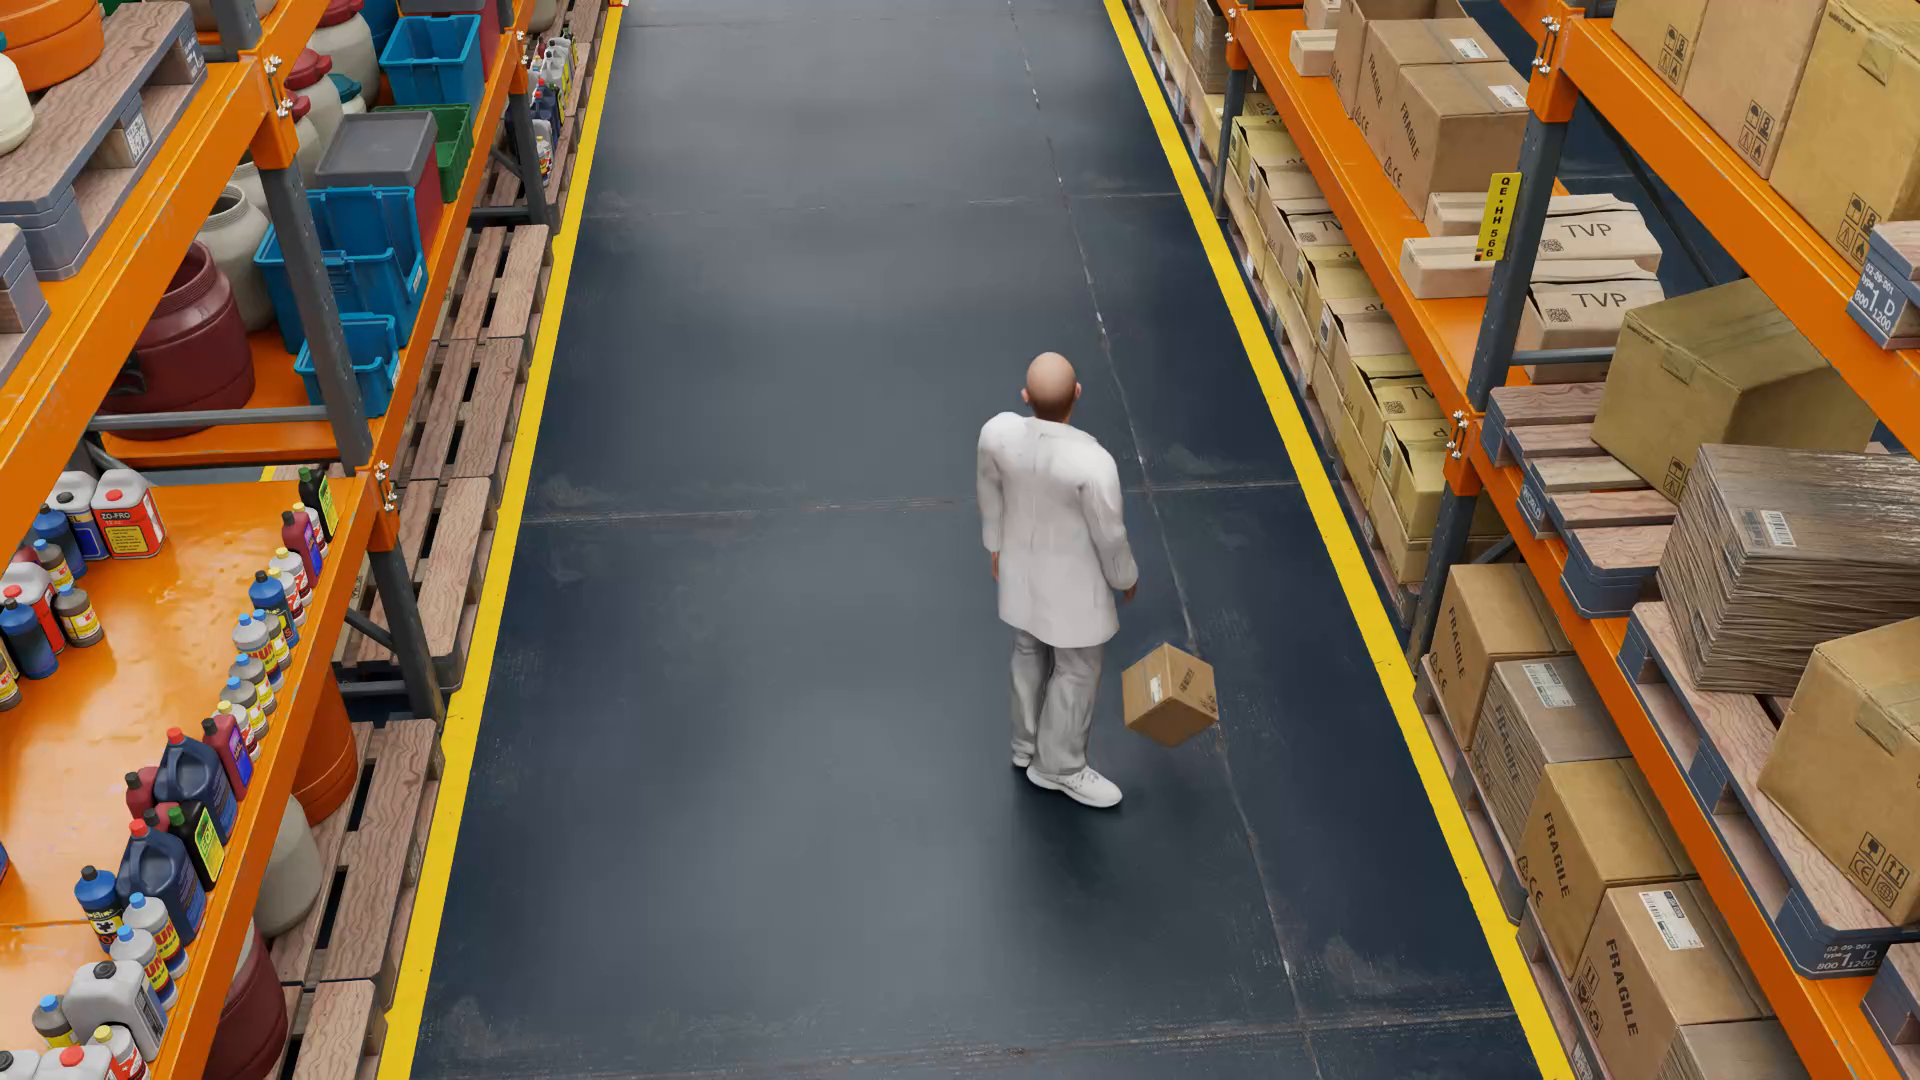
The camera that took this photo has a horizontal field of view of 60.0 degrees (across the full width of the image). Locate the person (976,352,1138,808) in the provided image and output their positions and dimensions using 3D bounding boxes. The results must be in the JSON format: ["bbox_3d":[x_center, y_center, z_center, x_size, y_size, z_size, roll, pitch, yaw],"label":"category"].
[{"bbox_3d":[0.375,0.161,5.991,0.720,1.715,0.445,27,46,30],"label":"person"}]
